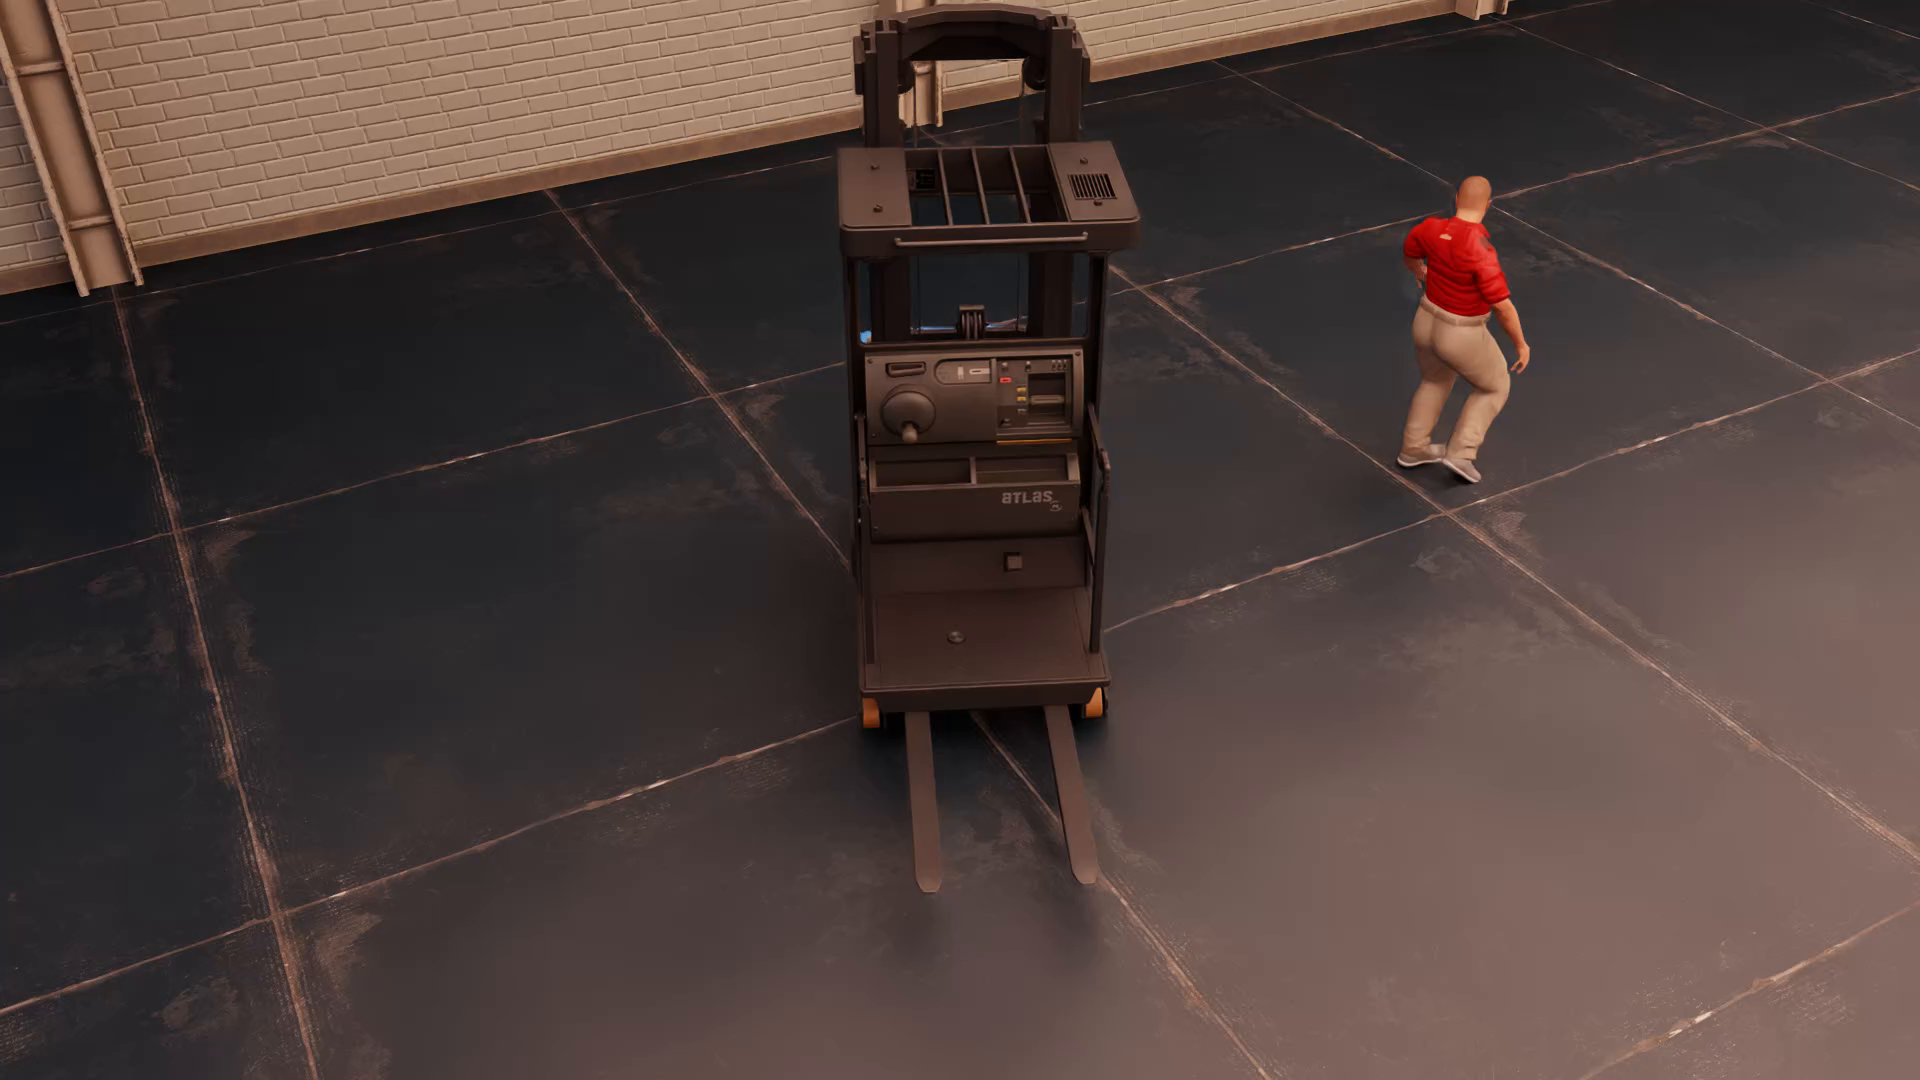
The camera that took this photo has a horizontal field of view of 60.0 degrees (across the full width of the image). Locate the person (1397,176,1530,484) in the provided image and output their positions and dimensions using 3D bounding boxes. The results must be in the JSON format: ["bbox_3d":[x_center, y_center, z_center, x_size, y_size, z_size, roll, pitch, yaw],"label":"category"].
[{"bbox_3d":[2.625,-1.111,8.803,0.467,1.750,0.874,-17,39,-22],"label":"person"}]

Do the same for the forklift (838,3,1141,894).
[{"bbox_3d":[0.080,-0.549,6.900,1.130,2.935,3.031,-2,35,-3],"label":"forklift"}]
